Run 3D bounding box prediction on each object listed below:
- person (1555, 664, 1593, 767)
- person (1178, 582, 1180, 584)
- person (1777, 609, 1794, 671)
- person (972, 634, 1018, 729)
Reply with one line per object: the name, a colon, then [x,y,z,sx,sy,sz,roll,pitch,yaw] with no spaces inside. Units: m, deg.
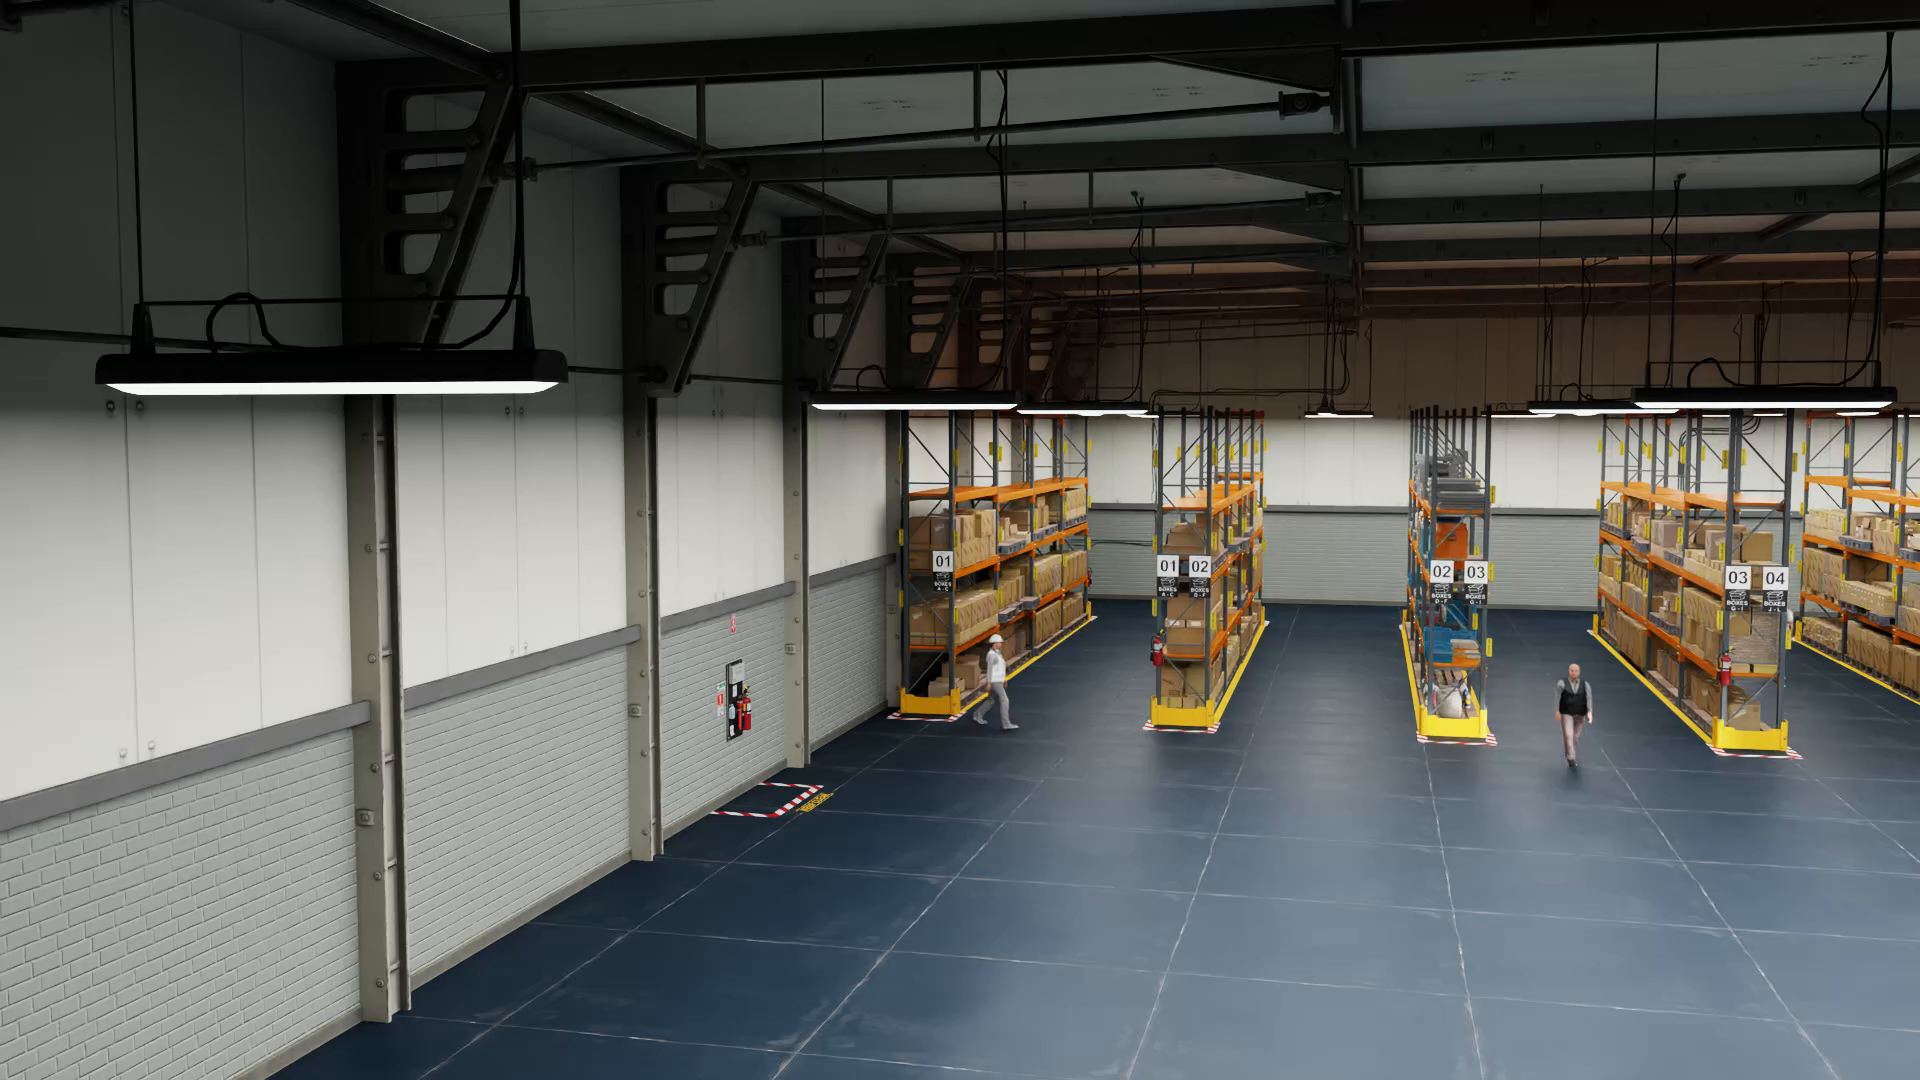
person: [10.174,2.885,27.517,0.559,1.655,1.029,0,4,6]
person: [6.329,1.367,48.335,0.640,1.718,1.103,1,4,15]
person: [18.638,2.132,37.733,0.514,1.704,1.062,1,4,8]
person: [0.660,2.630,31.044,0.887,1.742,0.541,0,4,5]
